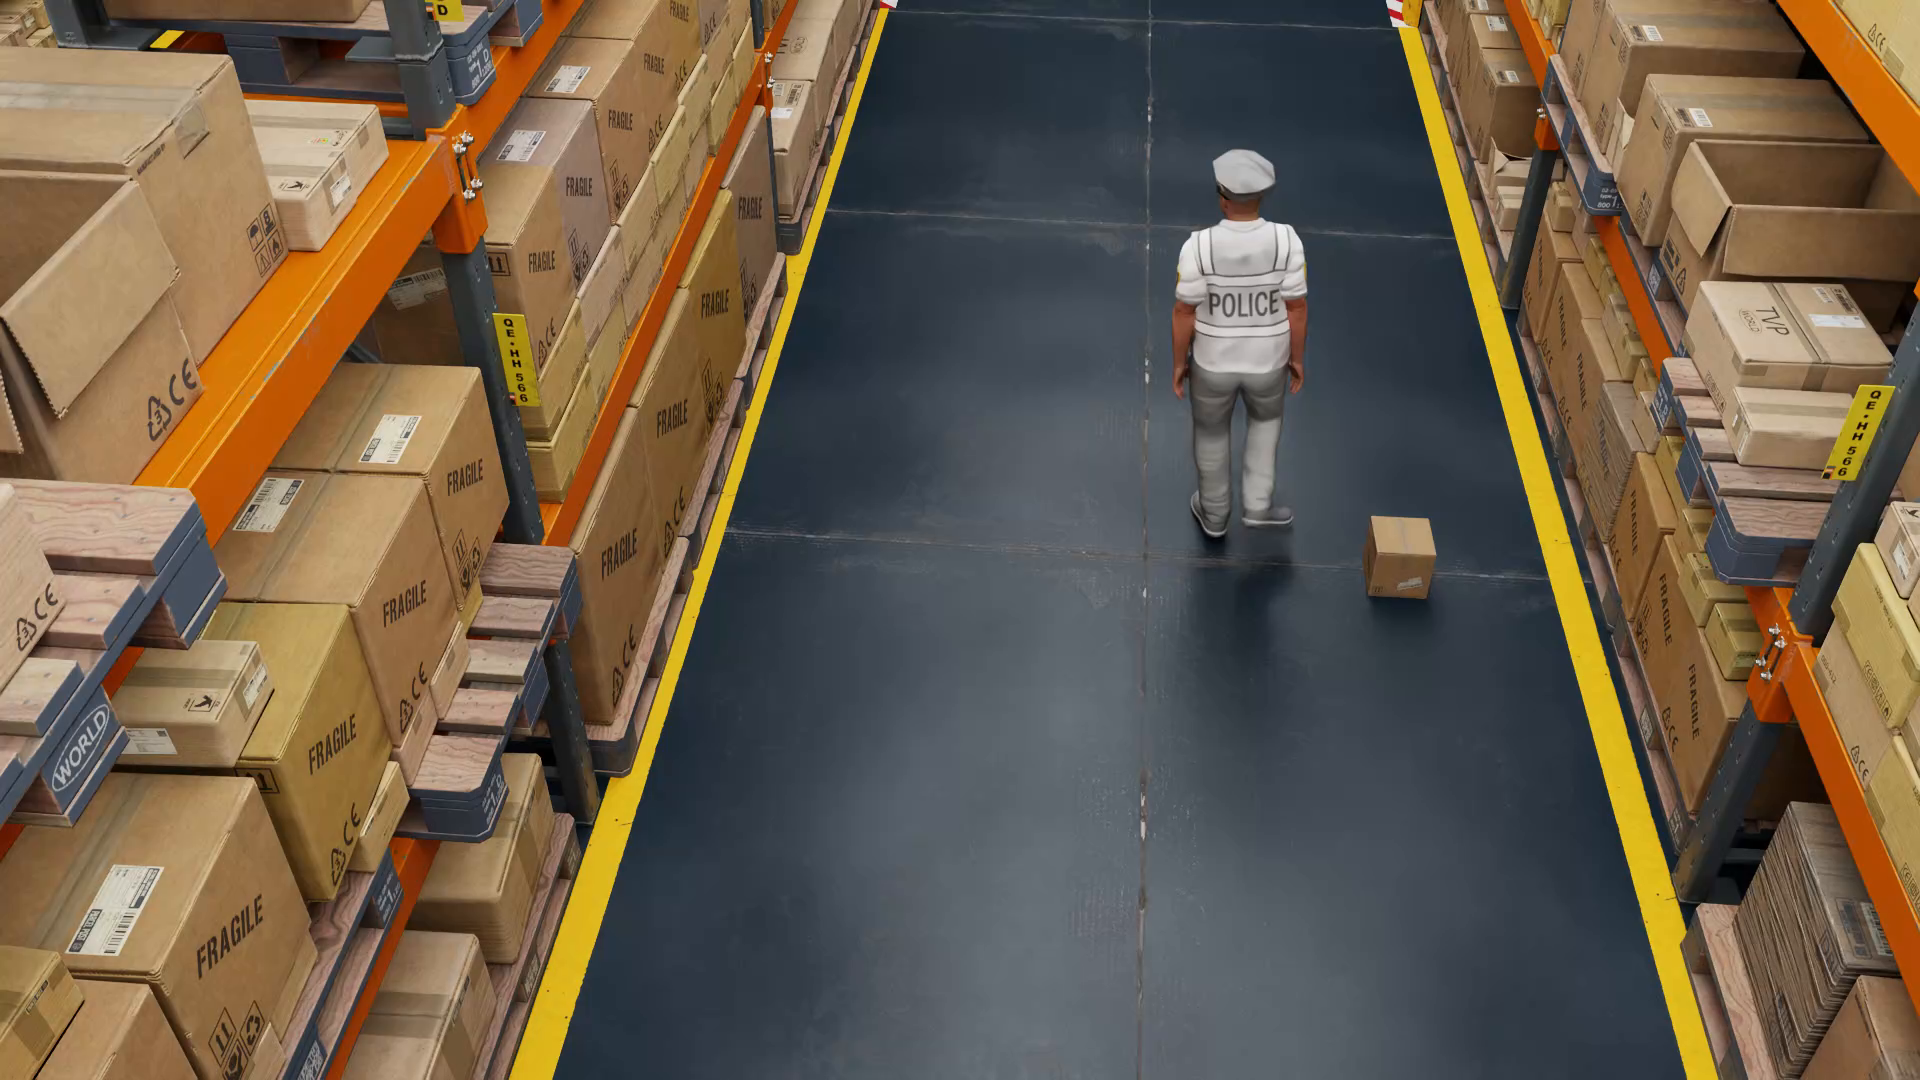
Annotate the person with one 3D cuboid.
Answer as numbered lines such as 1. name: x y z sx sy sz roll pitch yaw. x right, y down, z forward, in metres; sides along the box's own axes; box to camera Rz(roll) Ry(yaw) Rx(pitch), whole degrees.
1. person: 1.188 -0.747 7.032 0.605 1.753 0.551 0 40 0
